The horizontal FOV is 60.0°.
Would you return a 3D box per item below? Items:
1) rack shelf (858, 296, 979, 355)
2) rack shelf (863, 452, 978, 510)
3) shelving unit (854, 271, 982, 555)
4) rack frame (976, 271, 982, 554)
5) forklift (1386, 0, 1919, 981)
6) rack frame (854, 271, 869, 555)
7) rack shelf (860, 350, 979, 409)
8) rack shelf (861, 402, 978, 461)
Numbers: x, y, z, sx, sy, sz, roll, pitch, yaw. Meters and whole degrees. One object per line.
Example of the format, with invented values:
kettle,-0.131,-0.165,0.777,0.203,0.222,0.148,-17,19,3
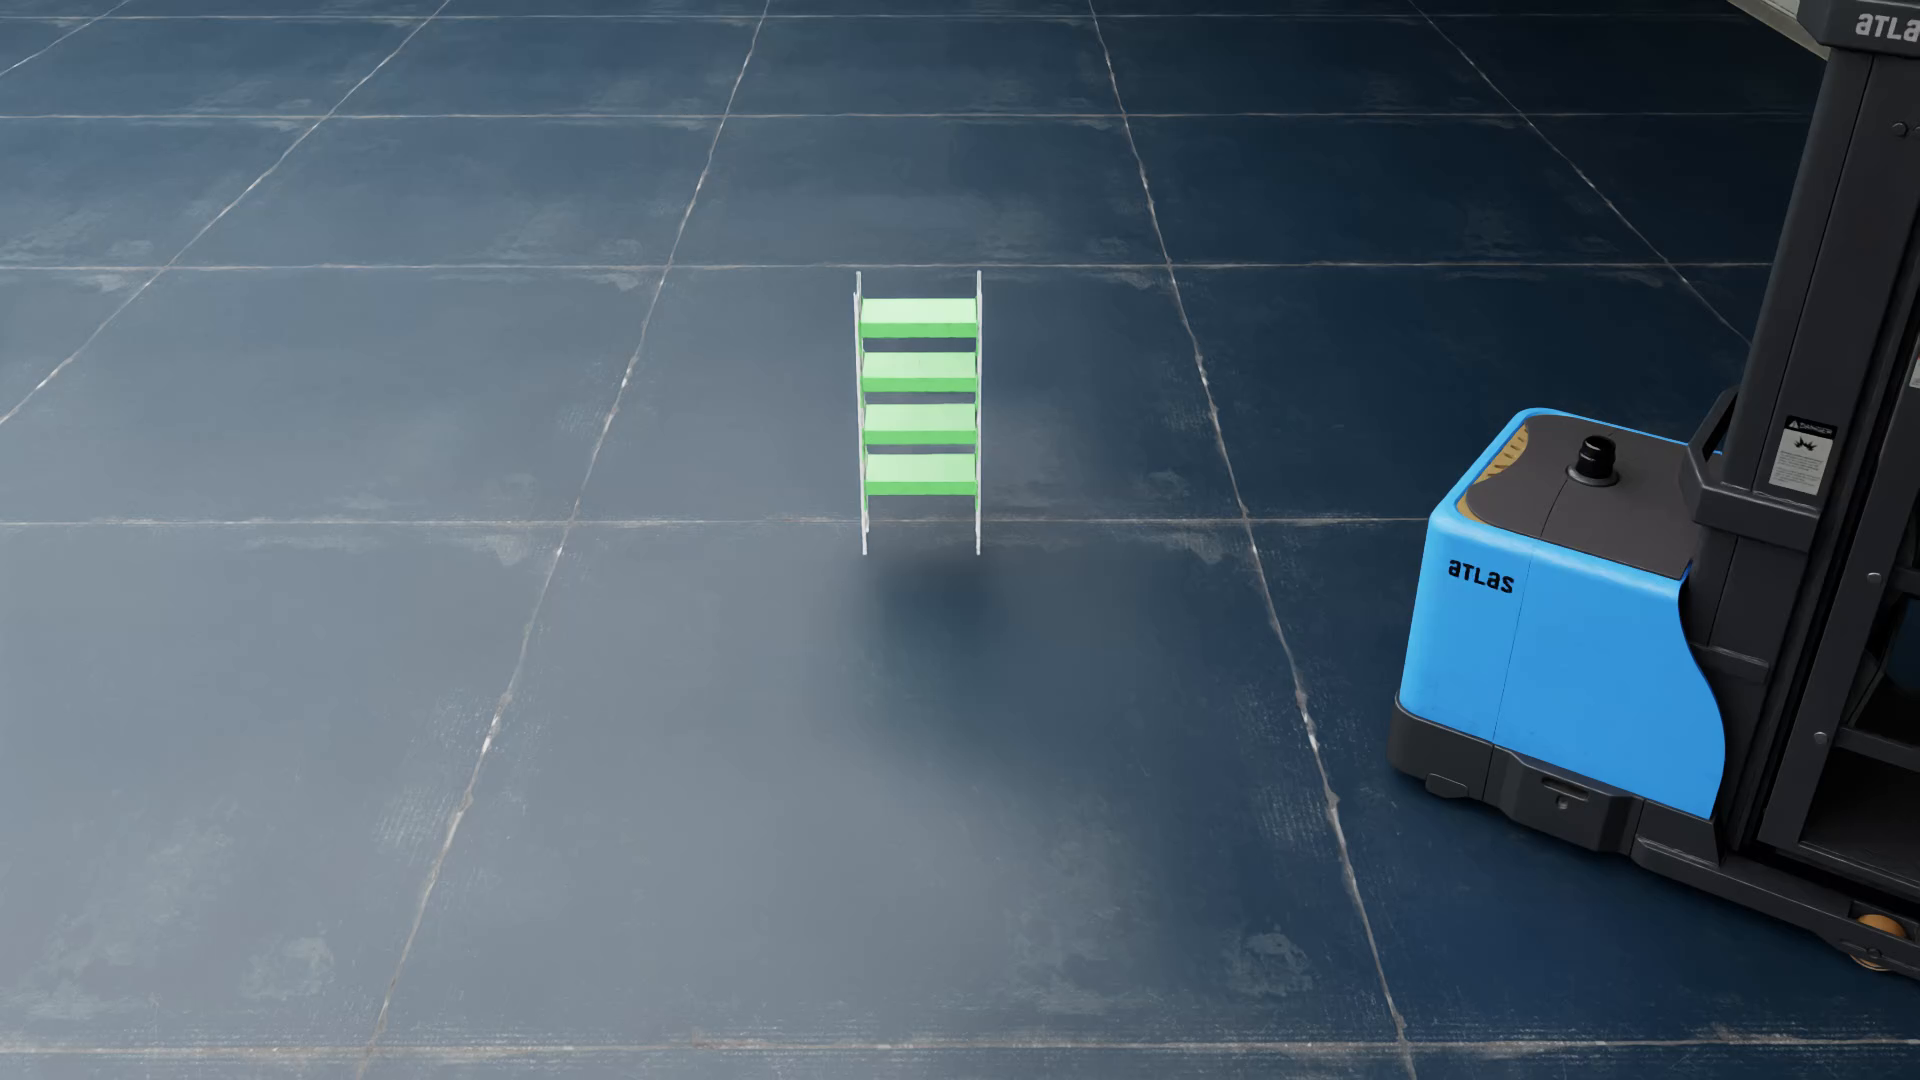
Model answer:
rack shelf,-0.166,-0.868,6.722,0.480,0.148,0.258,0,31,0
rack shelf,-0.166,-0.253,7.096,0.480,0.148,0.258,0,31,0
shelving unit,-0.166,-0.512,6.938,0.503,1.200,0.258,0,31,0
rack frame,0.078,-0.513,6.939,0.015,1.200,0.240,0,31,0
forklift,3.007,-0.198,4.751,3.031,2.935,1.130,19,36,29
rack frame,-0.410,-0.512,6.937,0.015,1.200,0.240,0,31,0
rack shelf,-0.166,-0.663,6.847,0.480,0.148,0.258,0,31,0
rack shelf,-0.166,-0.458,6.971,0.480,0.148,0.258,0,31,0
